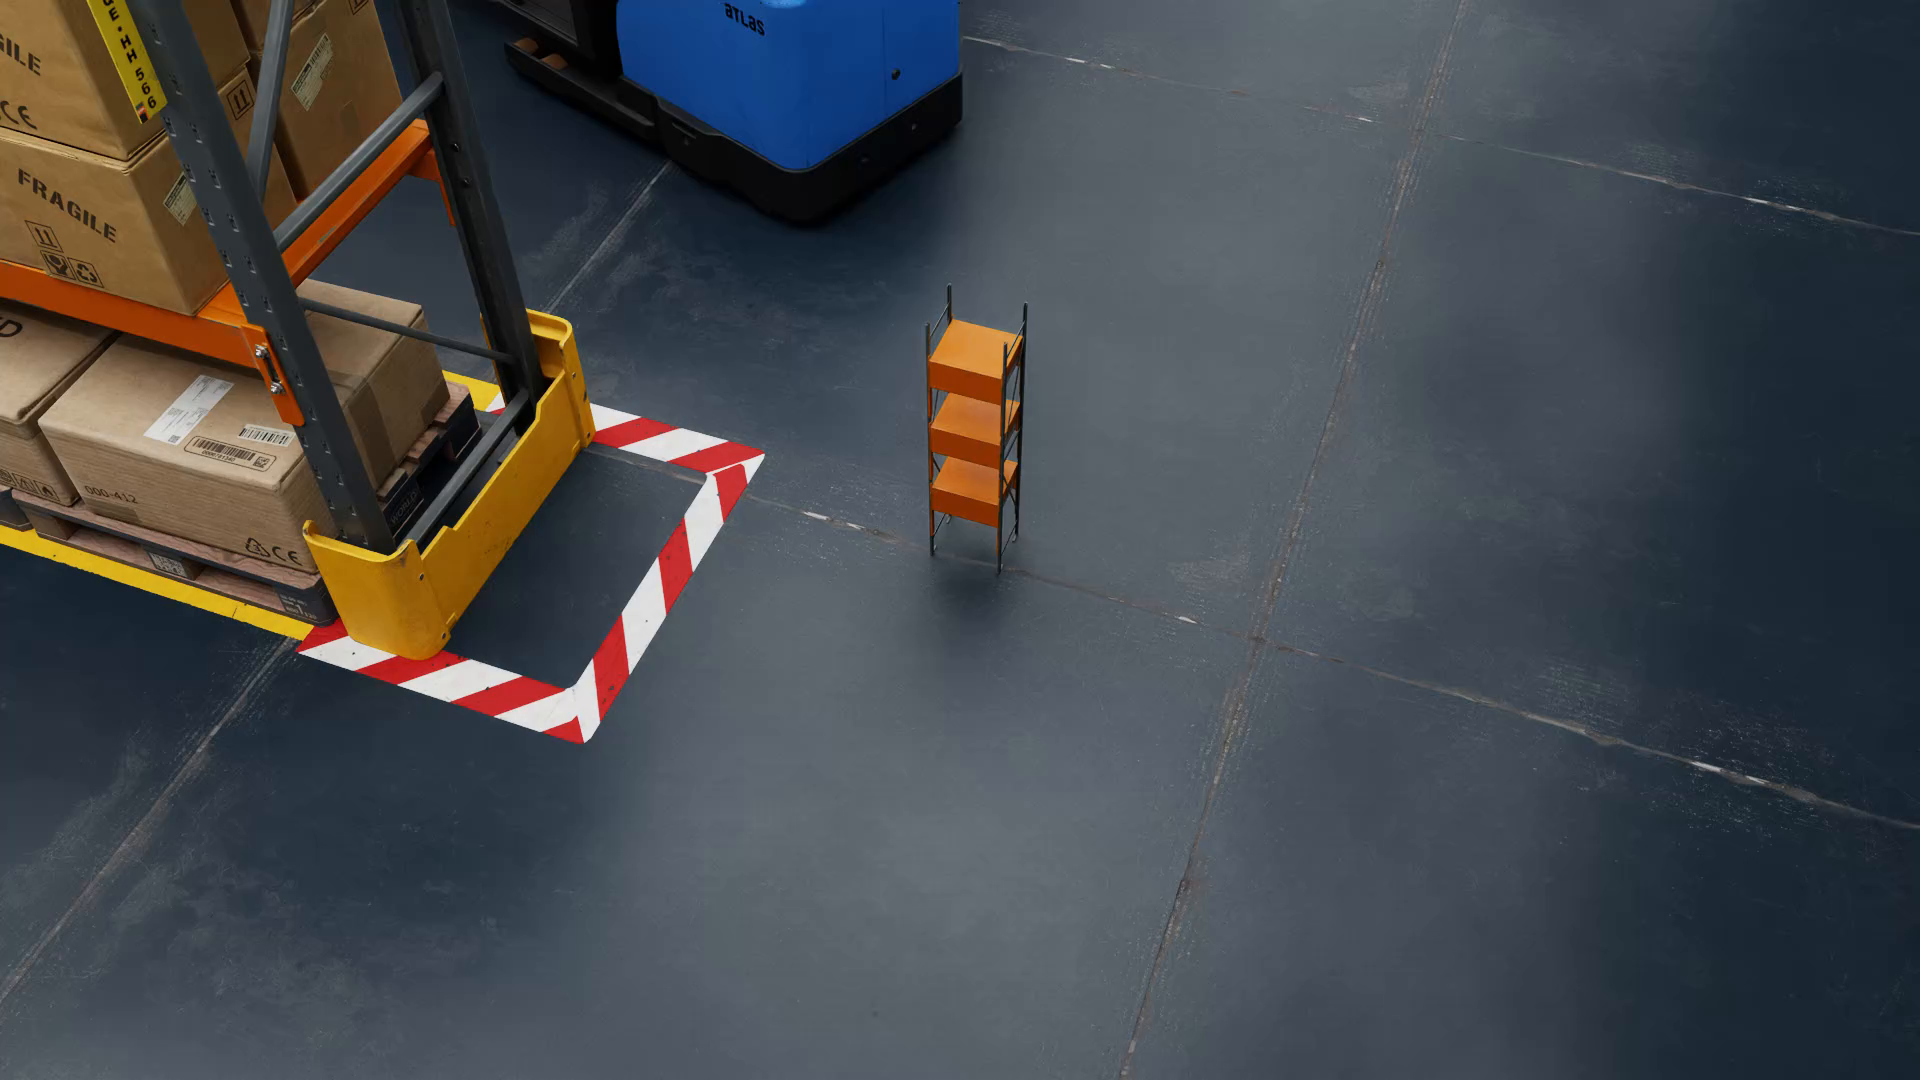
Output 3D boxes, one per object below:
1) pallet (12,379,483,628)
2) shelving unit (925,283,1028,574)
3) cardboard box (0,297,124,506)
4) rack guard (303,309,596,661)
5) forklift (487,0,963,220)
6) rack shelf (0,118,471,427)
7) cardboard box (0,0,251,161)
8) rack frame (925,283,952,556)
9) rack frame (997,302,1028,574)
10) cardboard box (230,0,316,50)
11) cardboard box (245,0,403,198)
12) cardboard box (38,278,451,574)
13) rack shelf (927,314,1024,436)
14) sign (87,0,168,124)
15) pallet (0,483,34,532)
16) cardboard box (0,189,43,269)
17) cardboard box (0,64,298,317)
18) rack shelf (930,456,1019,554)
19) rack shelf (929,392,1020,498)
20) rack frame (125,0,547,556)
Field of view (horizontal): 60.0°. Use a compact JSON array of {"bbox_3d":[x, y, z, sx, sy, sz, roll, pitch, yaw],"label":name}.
[{"bbox_3d":[-2.478,-0.282,5.854,1.213,0.211,1.003,16,51,13],"label":"pallet"},{"bbox_3d":[0.050,-0.330,5.341,0.252,1.050,0.215,16,51,13],"label":"shelving unit"},{"bbox_3d":[-3.216,-0.675,5.768,0.875,0.438,0.875,17,51,14],"label":"cardboard box"},{"bbox_3d":[-1.679,-0.216,5.606,0.348,0.500,1.175,16,51,13],"label":"rack guard"},{"bbox_3d":[-1.423,-3.240,6.619,3.031,2.935,1.130,34,57,26],"label":"forklift"},{"bbox_3d":[-3.577,-1.329,5.393,4.000,0.370,1.077,16,51,13],"label":"rack shelf"},{"bbox_3d":[-2.236,-1.359,4.215,0.500,0.500,0.500,17,51,14],"label":"cardboard box"},{"bbox_3d":[-0.064,-0.362,5.369,0.008,1.050,0.200,16,51,13],"label":"rack frame"},{"bbox_3d":[0.165,-0.298,5.313,0.008,1.050,0.200,16,51,13],"label":"rack frame"},{"bbox_3d":[-2.053,-1.729,4.536,0.500,0.500,0.500,15,51,12],"label":"cardboard box"},{"bbox_3d":[-2.052,-1.403,4.915,0.500,0.500,0.500,15,51,13],"label":"cardboard box"},{"bbox_3d":[-2.355,-0.441,5.565,0.875,0.438,0.875,14,51,12],"label":"cardboard box"},{"bbox_3d":[0.050,-0.509,5.135,0.240,0.259,0.215,16,51,13],"label":"rack shelf"},{"bbox_3d":[-1.902,-1.117,3.810,0.005,0.325,0.100,16,51,13],"label":"sign"},{"bbox_3d":[-3.619,-0.602,6.132,1.213,0.211,1.003,16,51,13],"label":"pallet"},{"bbox_3d":[-2.711,-1.155,4.700,0.500,0.500,0.500,15,51,12],"label":"cardboard box"},{"bbox_3d":[-2.245,-1.012,4.576,0.500,0.500,0.500,16,51,13],"label":"cardboard box"},{"bbox_3d":[0.050,-0.141,5.559,0.240,0.259,0.215,16,51,13],"label":"rack shelf"},{"bbox_3d":[0.050,-0.323,5.349,0.240,0.259,0.215,16,51,13],"label":"rack shelf"},{"bbox_3d":[-1.701,-1.041,4.667,0.127,3.000,1.000,16,51,13],"label":"rack frame"}]
